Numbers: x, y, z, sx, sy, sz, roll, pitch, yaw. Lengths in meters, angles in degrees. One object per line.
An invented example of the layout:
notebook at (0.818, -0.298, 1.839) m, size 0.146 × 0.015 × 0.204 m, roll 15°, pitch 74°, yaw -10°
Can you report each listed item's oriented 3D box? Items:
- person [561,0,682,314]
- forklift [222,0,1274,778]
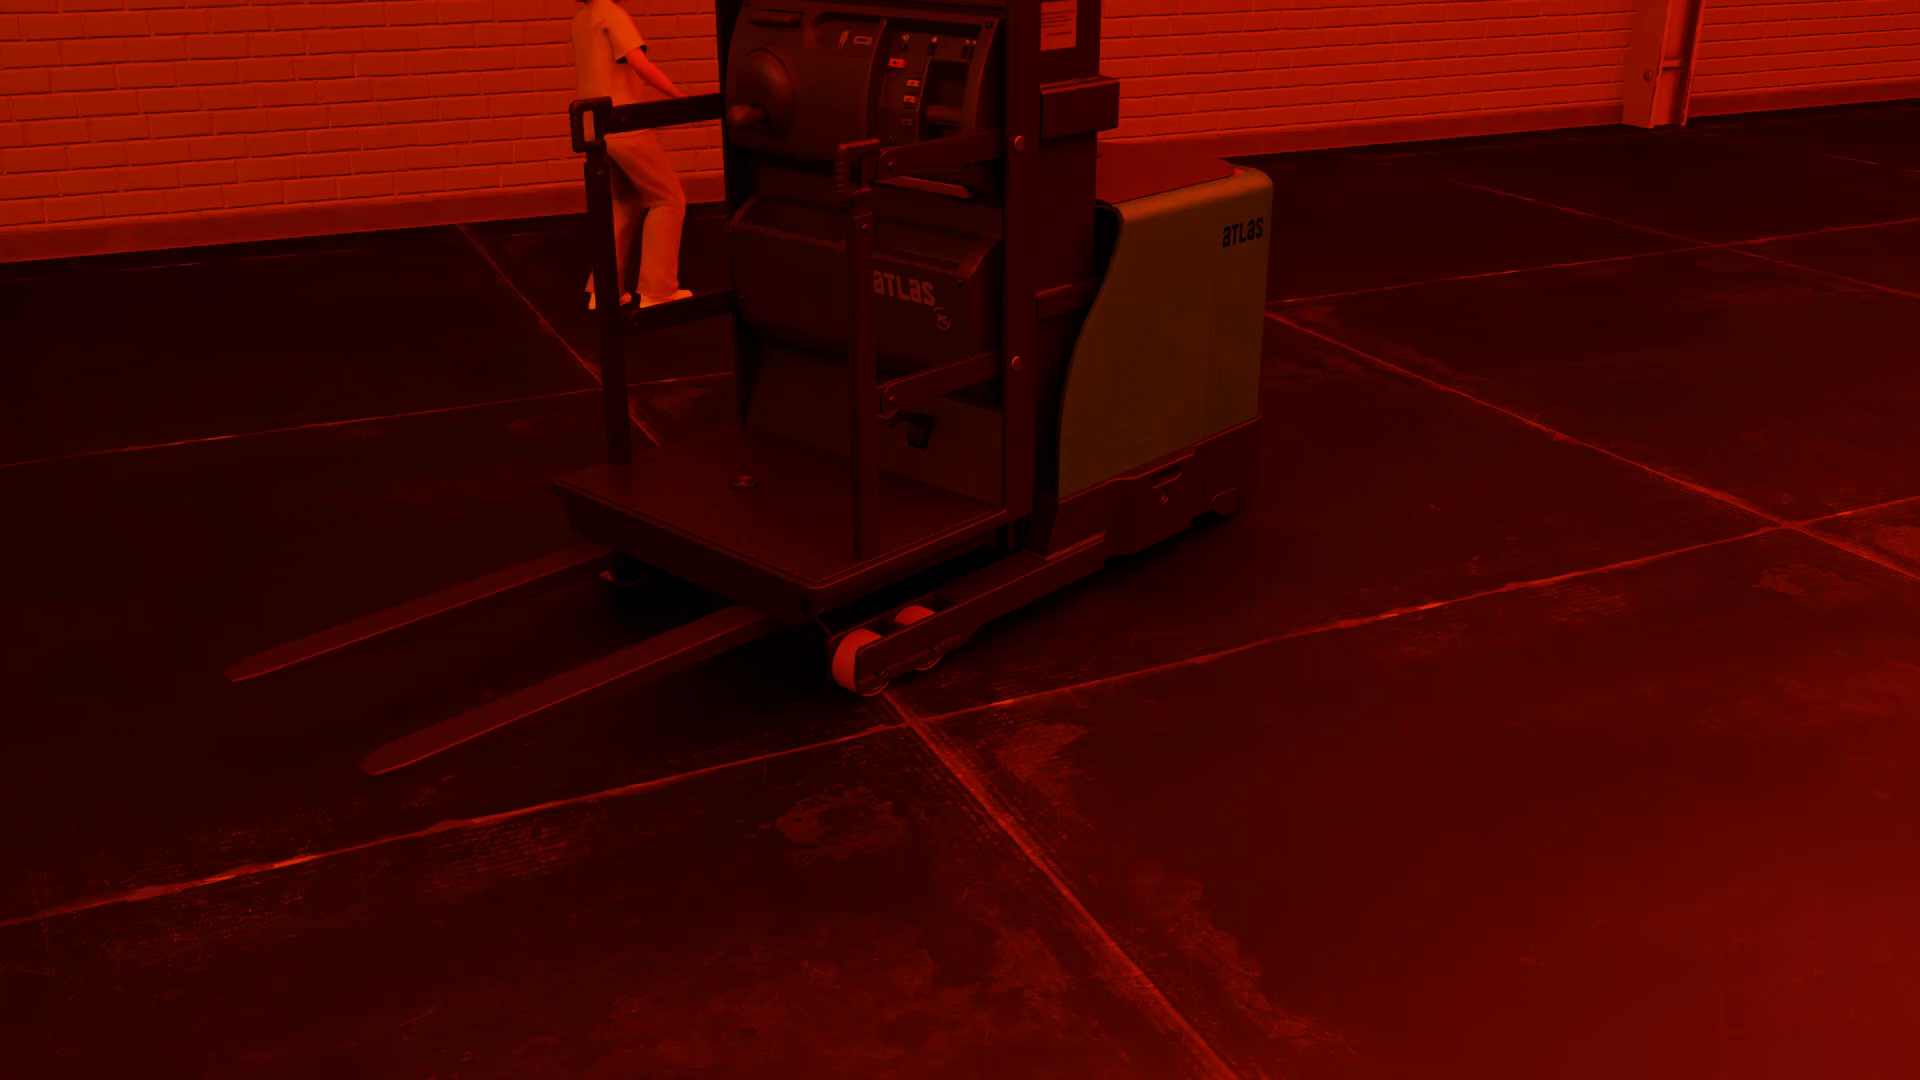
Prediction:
person at (-1.529, -1.847, 7.374) m, size 0.396 × 1.673 × 0.514 m, roll -17°, pitch 28°, yaw -35°
forklift at (-0.413, -1.182, 4.131) m, size 1.130 × 2.935 × 3.031 m, roll 19°, pitch 29°, yaw 39°
